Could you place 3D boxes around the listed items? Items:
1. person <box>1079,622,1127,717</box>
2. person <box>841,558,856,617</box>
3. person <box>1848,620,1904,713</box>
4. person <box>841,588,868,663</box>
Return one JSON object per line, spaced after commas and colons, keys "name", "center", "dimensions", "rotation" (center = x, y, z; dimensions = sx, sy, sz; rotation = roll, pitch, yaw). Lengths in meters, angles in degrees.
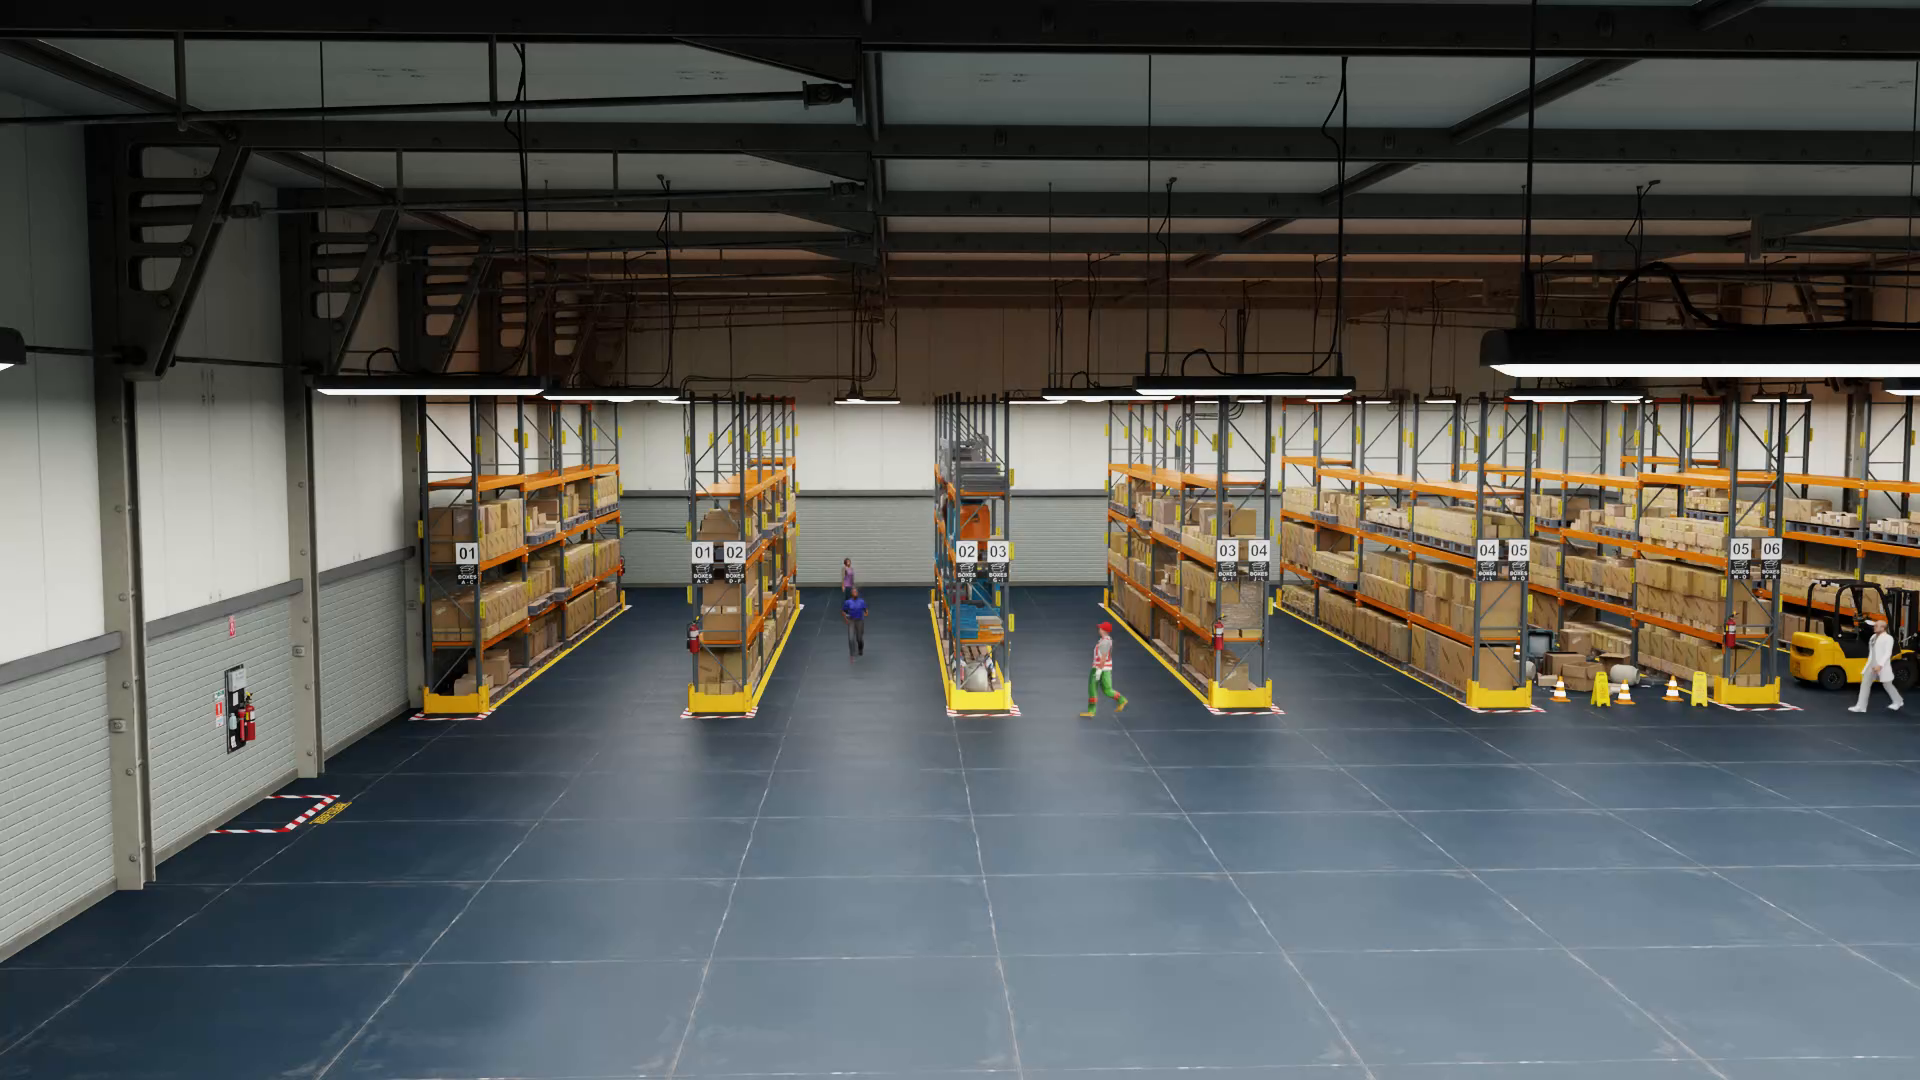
{"name": "person", "center": [2.662, 2.387, 30.690], "dimensions": [0.904, 1.770, 0.487], "rotation": [-3, 6, -34]}
{"name": "person", "center": [-3.021, 1.293, 45.450], "dimensions": [0.501, 1.615, 0.460], "rotation": [2, 5, 26]}
{"name": "person", "center": [17.172, 2.365, 31.071], "dimensions": [1.109, 1.738, 0.539], "rotation": [-2, 5, -25]}
{"name": "person", "center": [-2.372, 1.924, 37.481], "dimensions": [0.606, 1.669, 0.744], "rotation": [0, 5, 4]}
